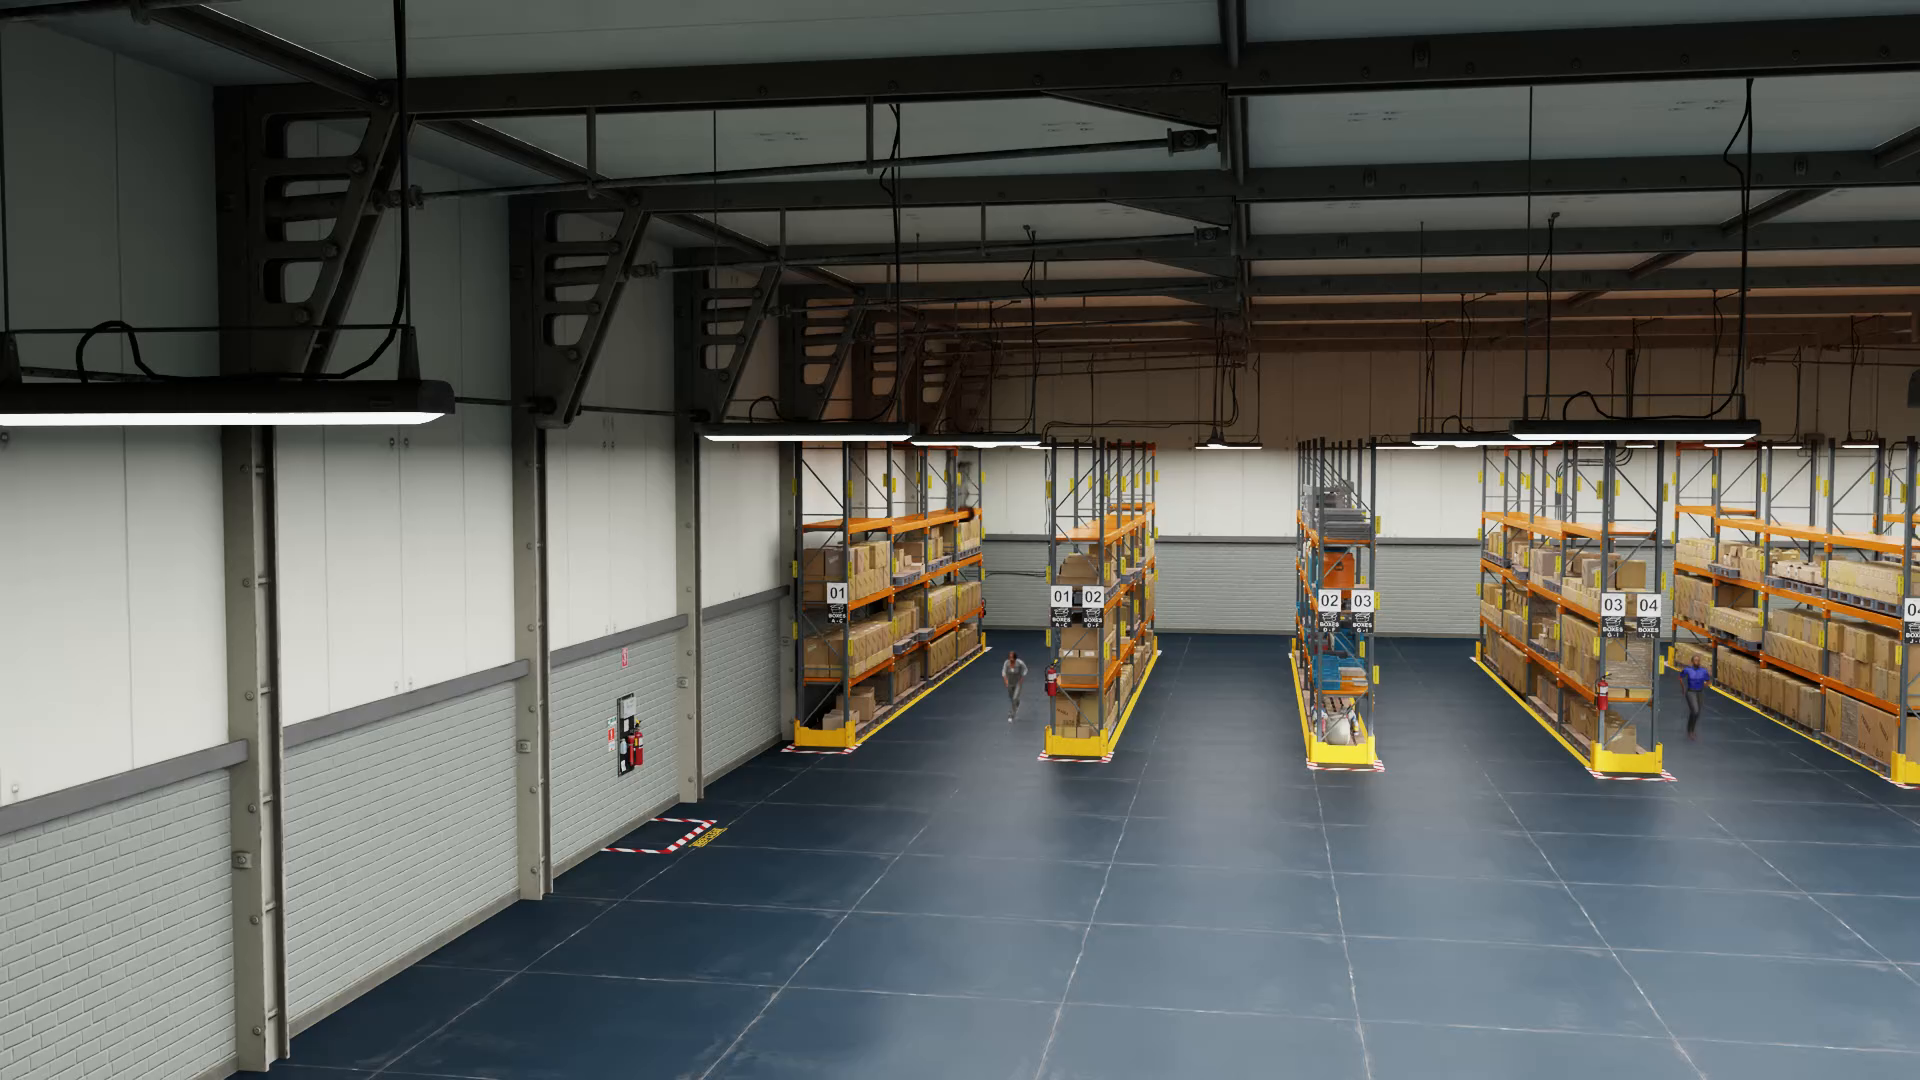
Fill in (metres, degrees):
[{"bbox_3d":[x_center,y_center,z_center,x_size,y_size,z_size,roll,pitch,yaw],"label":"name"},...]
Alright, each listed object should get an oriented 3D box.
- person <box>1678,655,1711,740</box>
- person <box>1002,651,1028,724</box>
[{"bbox_3d":[14.718,3.145,33.282,0.554,1.702,0.731,0,3,2],"label":"person"},{"bbox_3d":[1.177,3.105,35.402,0.550,1.550,0.871,0,3,9],"label":"person"}]
